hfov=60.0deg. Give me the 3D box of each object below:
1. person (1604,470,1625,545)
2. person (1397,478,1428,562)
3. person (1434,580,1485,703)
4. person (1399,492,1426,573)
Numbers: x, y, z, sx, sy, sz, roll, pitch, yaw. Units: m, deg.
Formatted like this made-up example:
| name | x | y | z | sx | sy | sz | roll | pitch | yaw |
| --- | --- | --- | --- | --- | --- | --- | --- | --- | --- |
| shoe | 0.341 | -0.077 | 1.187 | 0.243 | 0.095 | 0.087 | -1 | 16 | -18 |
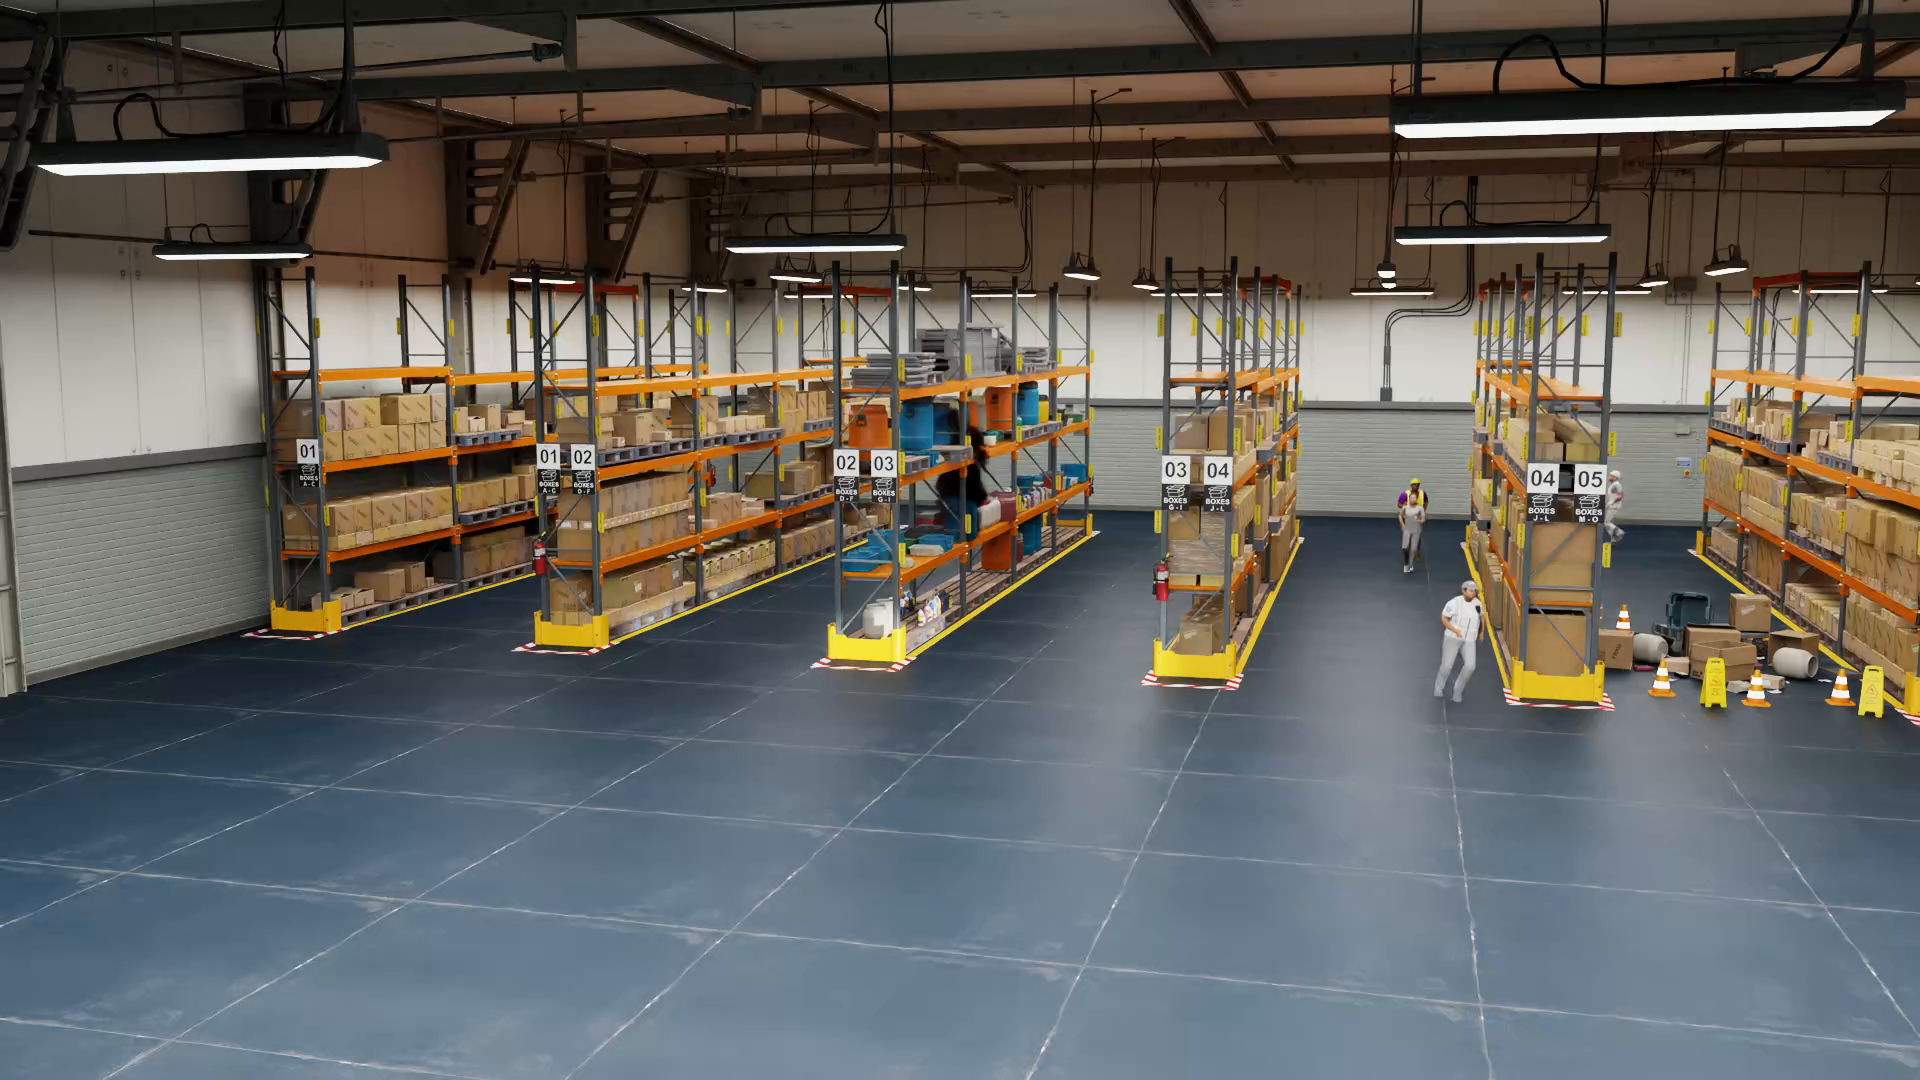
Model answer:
| name | x | y | z | sx | sy | sz | roll | pitch | yaw |
| --- | --- | --- | --- | --- | --- | --- | --- | --- | --- |
| person | 15.102 | -0.747 | 38.502 | 0.583 | 1.740 | 0.632 | 2 | 8 | 16 |
| person | 9.813 | -0.430 | 36.073 | 0.661 | 1.836 | 0.764 | 2 | 7 | 12 |
| person | 6.777 | 1.368 | 22.417 | 0.654 | 1.669 | 0.617 | 0 | 7 | -2 |
| person | 9.254 | -0.140 | 34.106 | 0.551 | 1.666 | 0.638 | 2 | 8 | 18 |
